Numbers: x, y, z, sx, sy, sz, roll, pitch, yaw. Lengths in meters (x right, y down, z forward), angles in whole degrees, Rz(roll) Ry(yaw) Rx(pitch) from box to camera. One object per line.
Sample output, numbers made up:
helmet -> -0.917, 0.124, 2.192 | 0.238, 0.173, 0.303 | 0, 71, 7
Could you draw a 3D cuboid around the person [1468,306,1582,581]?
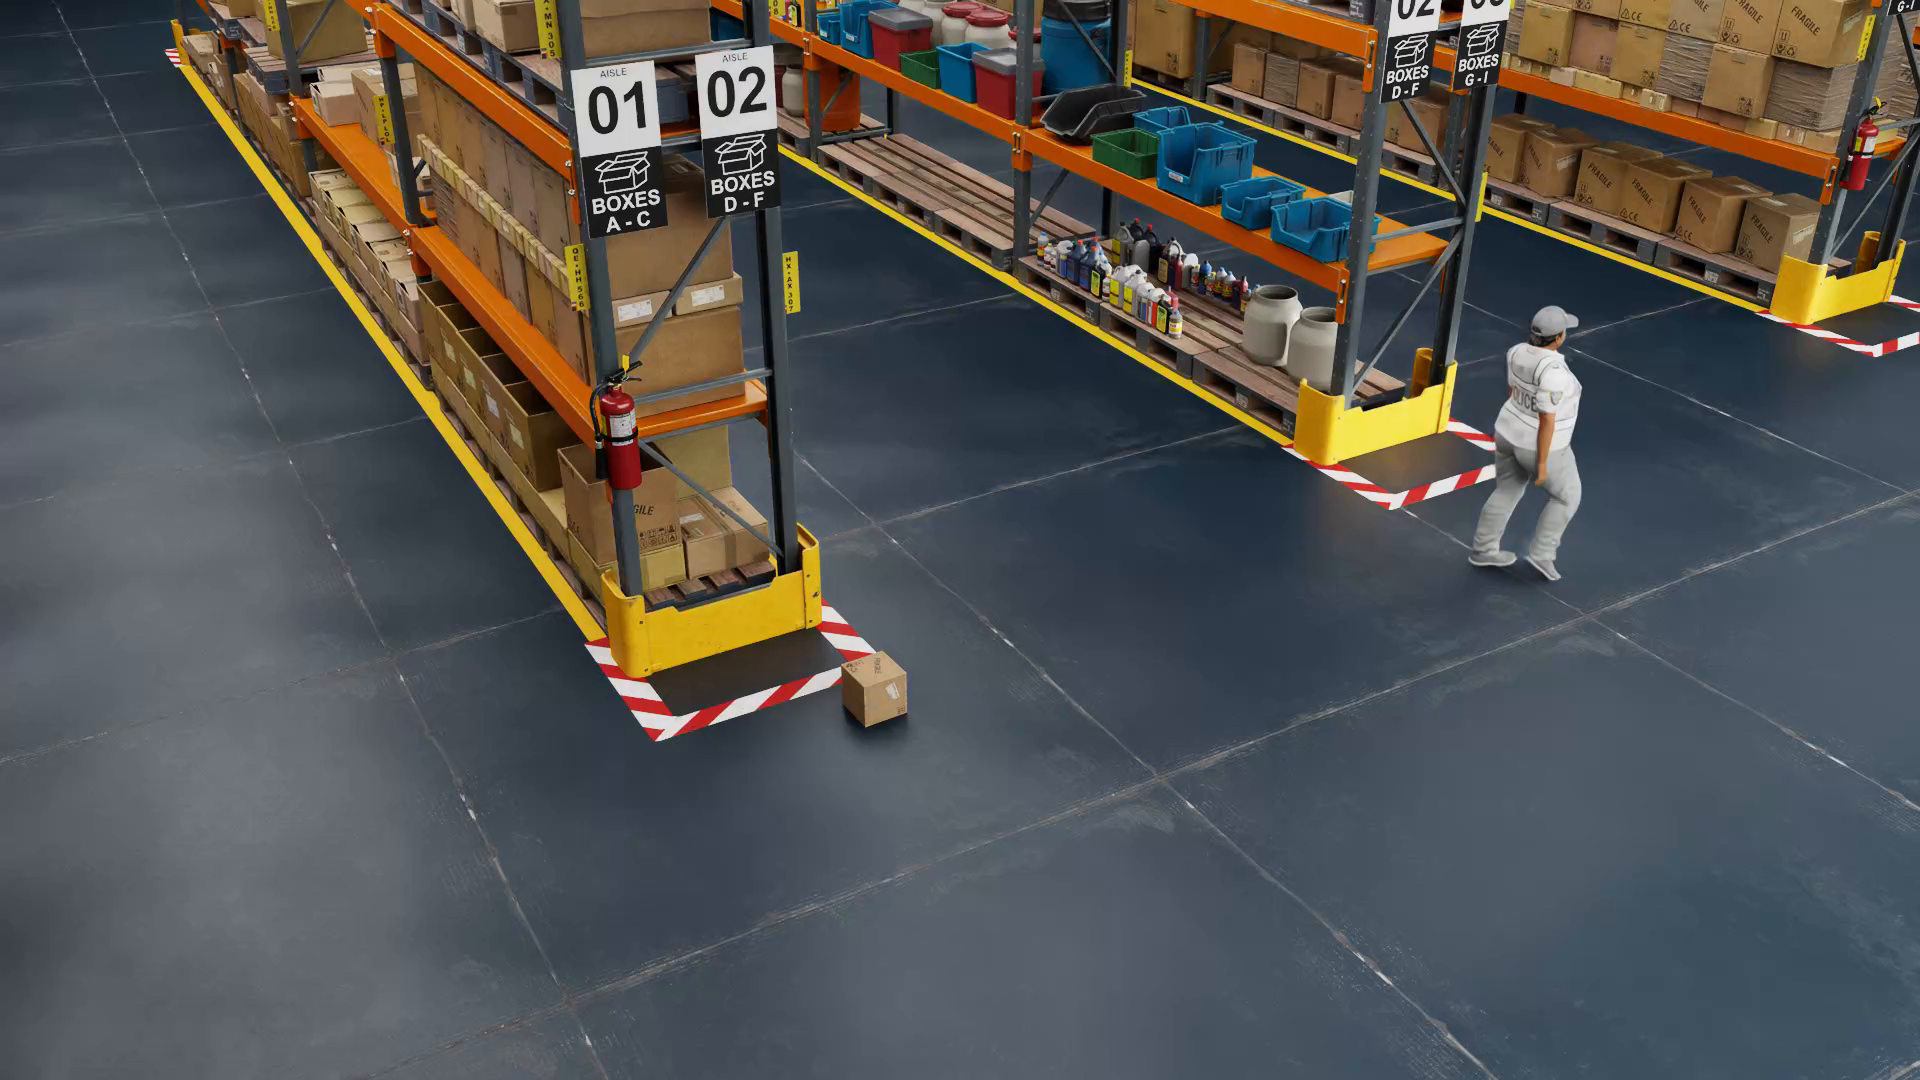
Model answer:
person -> 3.300, -0.532, 9.551 | 0.514, 1.737, 0.511 | -9, 31, -16
